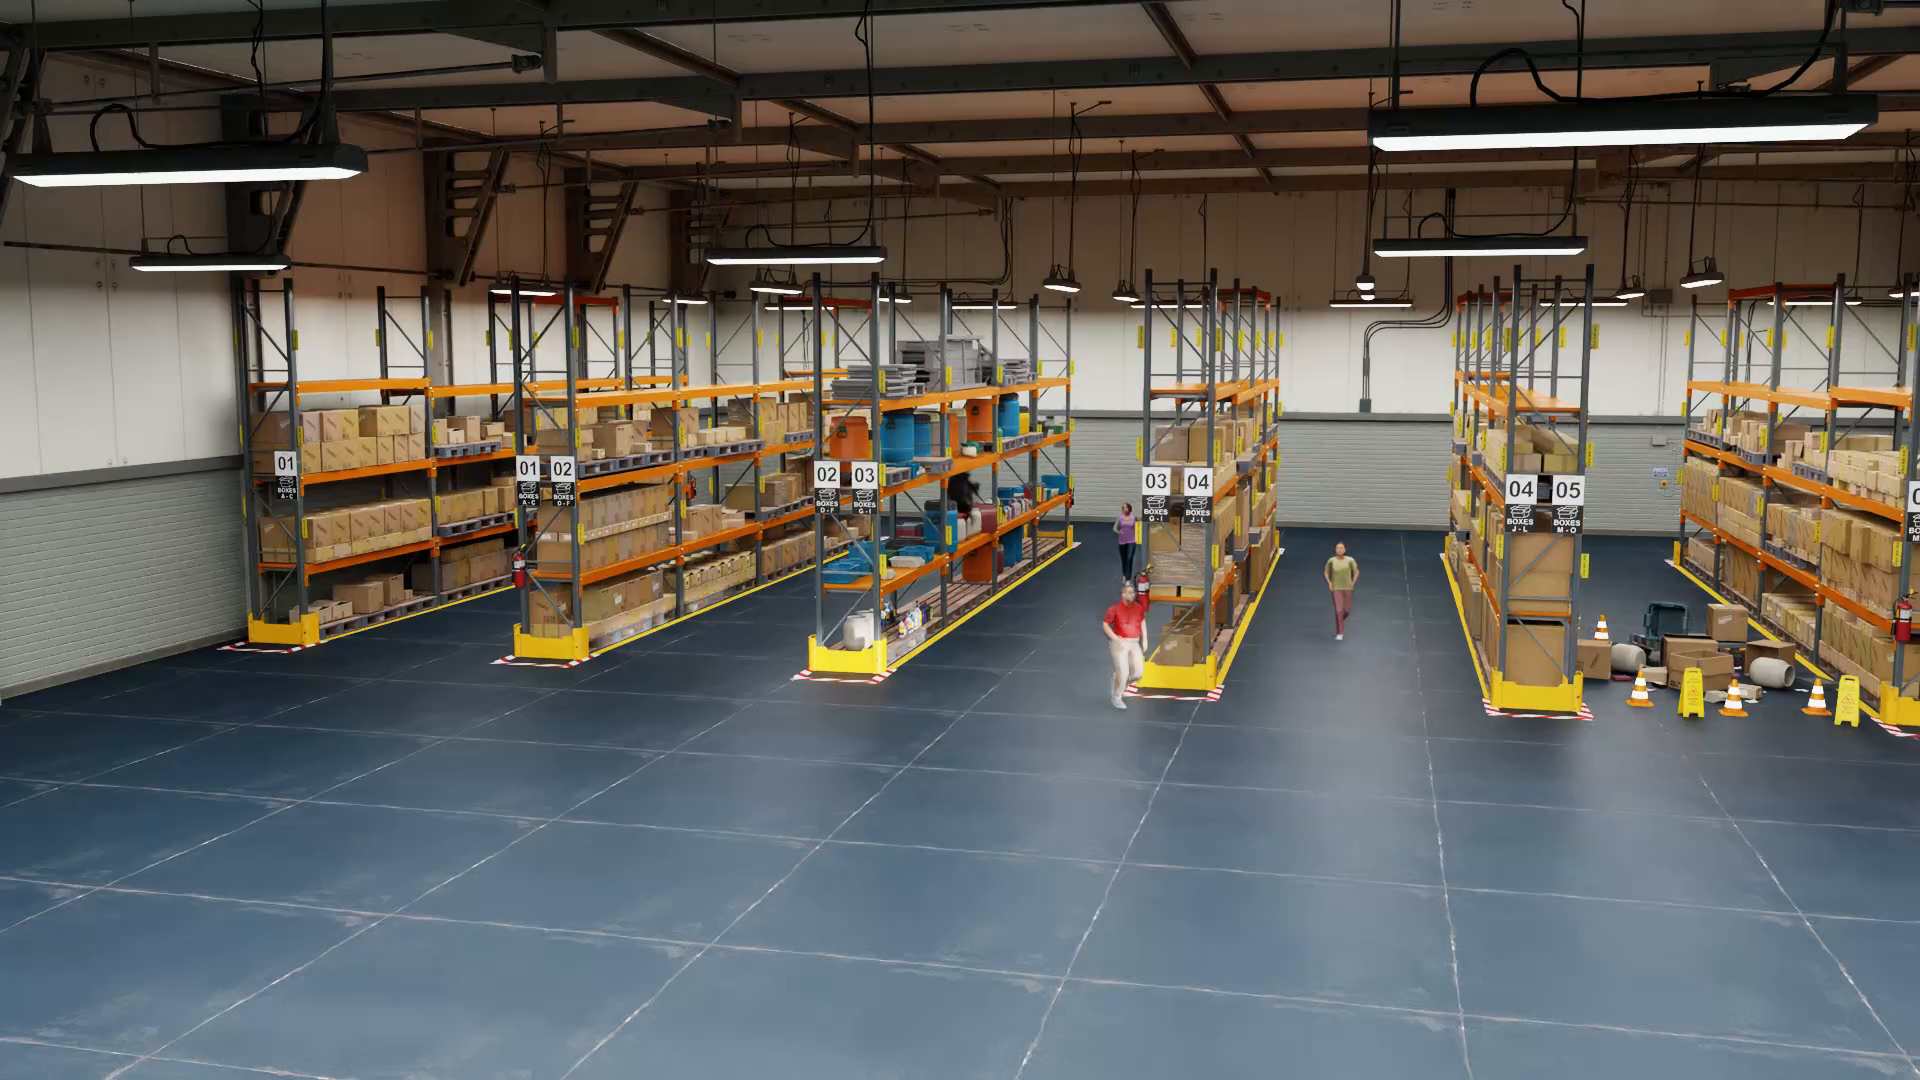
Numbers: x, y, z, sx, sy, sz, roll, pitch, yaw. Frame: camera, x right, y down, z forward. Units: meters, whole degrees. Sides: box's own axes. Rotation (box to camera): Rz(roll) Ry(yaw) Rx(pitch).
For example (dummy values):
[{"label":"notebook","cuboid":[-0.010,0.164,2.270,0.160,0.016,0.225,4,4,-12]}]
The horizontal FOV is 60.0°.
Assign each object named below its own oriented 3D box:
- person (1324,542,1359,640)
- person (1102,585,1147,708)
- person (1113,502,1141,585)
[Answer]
[{"label":"person","cuboid":[6.429,0.840,28.076,0.577,1.644,0.603,1,7,12]},{"label":"person","cuboid":[2.281,1.447,22.872,0.712,1.667,0.596,-4,8,-27]},{"label":"person","cuboid":[3.218,0.082,32.034,0.548,1.621,0.818,2,7,12]}]
